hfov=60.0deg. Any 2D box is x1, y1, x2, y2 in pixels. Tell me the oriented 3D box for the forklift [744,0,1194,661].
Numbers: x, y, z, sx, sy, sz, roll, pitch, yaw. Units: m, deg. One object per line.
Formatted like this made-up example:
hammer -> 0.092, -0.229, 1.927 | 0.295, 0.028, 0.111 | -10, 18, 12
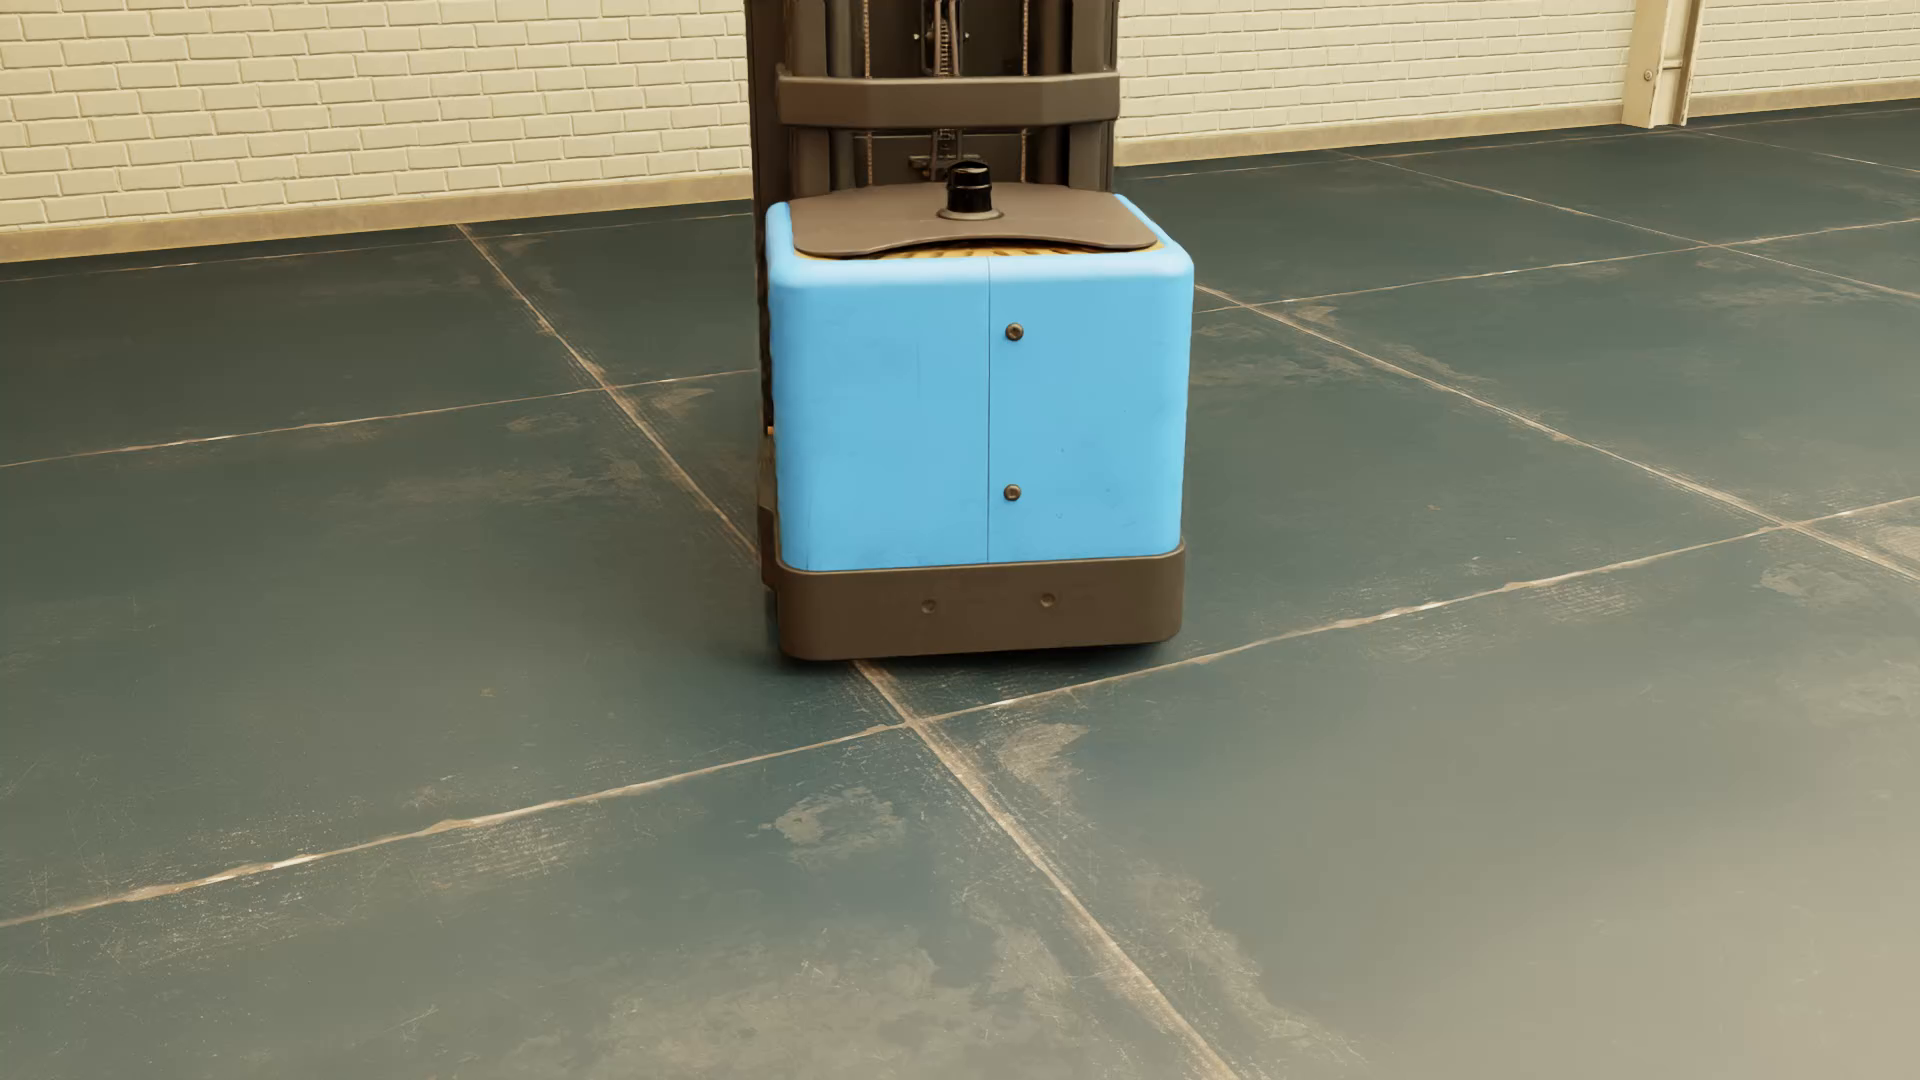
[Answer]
forklift -> -0.112, -1.579, 5.086 | 1.130, 2.935, 3.031 | -3, 23, -6
